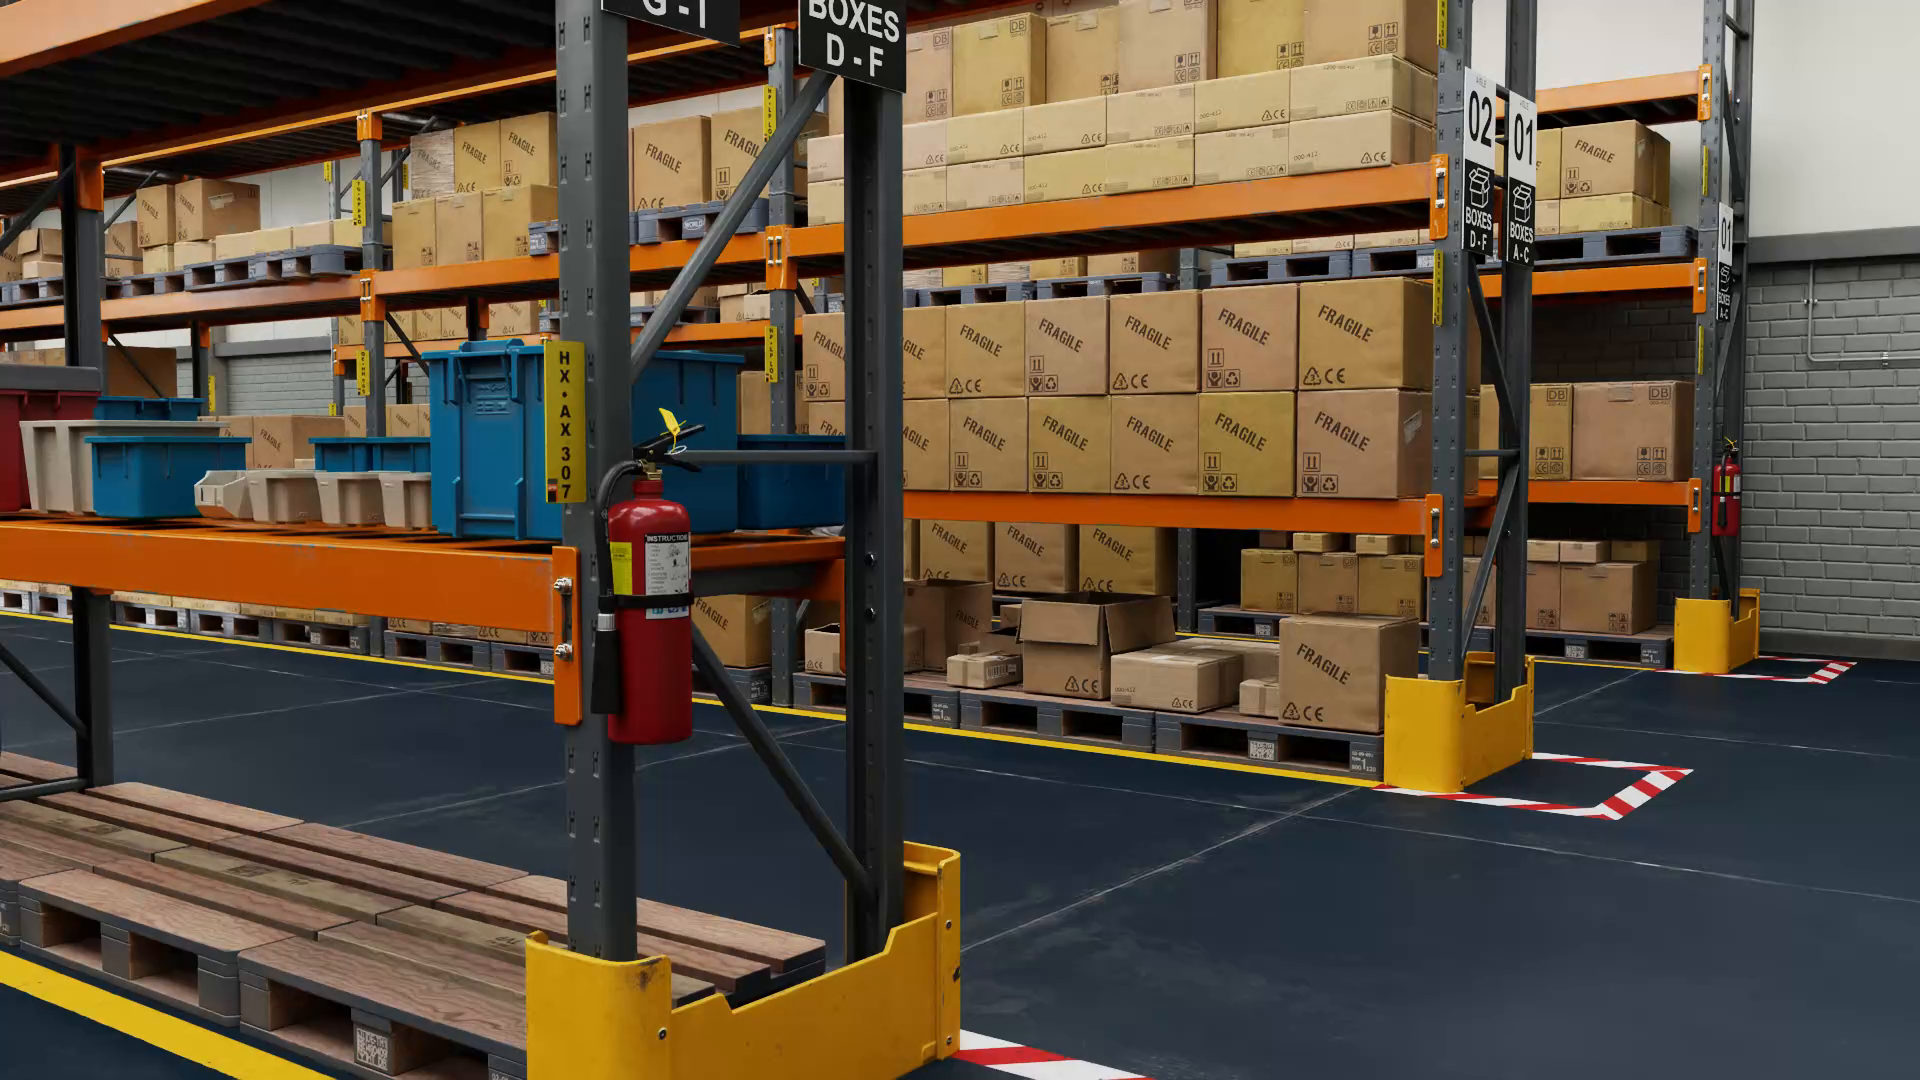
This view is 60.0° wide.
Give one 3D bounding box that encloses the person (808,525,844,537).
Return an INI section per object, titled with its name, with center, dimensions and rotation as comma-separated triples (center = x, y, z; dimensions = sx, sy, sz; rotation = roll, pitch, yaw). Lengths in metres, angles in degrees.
[person]
center = -1.110, -0.186, 14.741
dimensions = 0.581, 1.794, 0.402
rotation = -3, 4, -43
